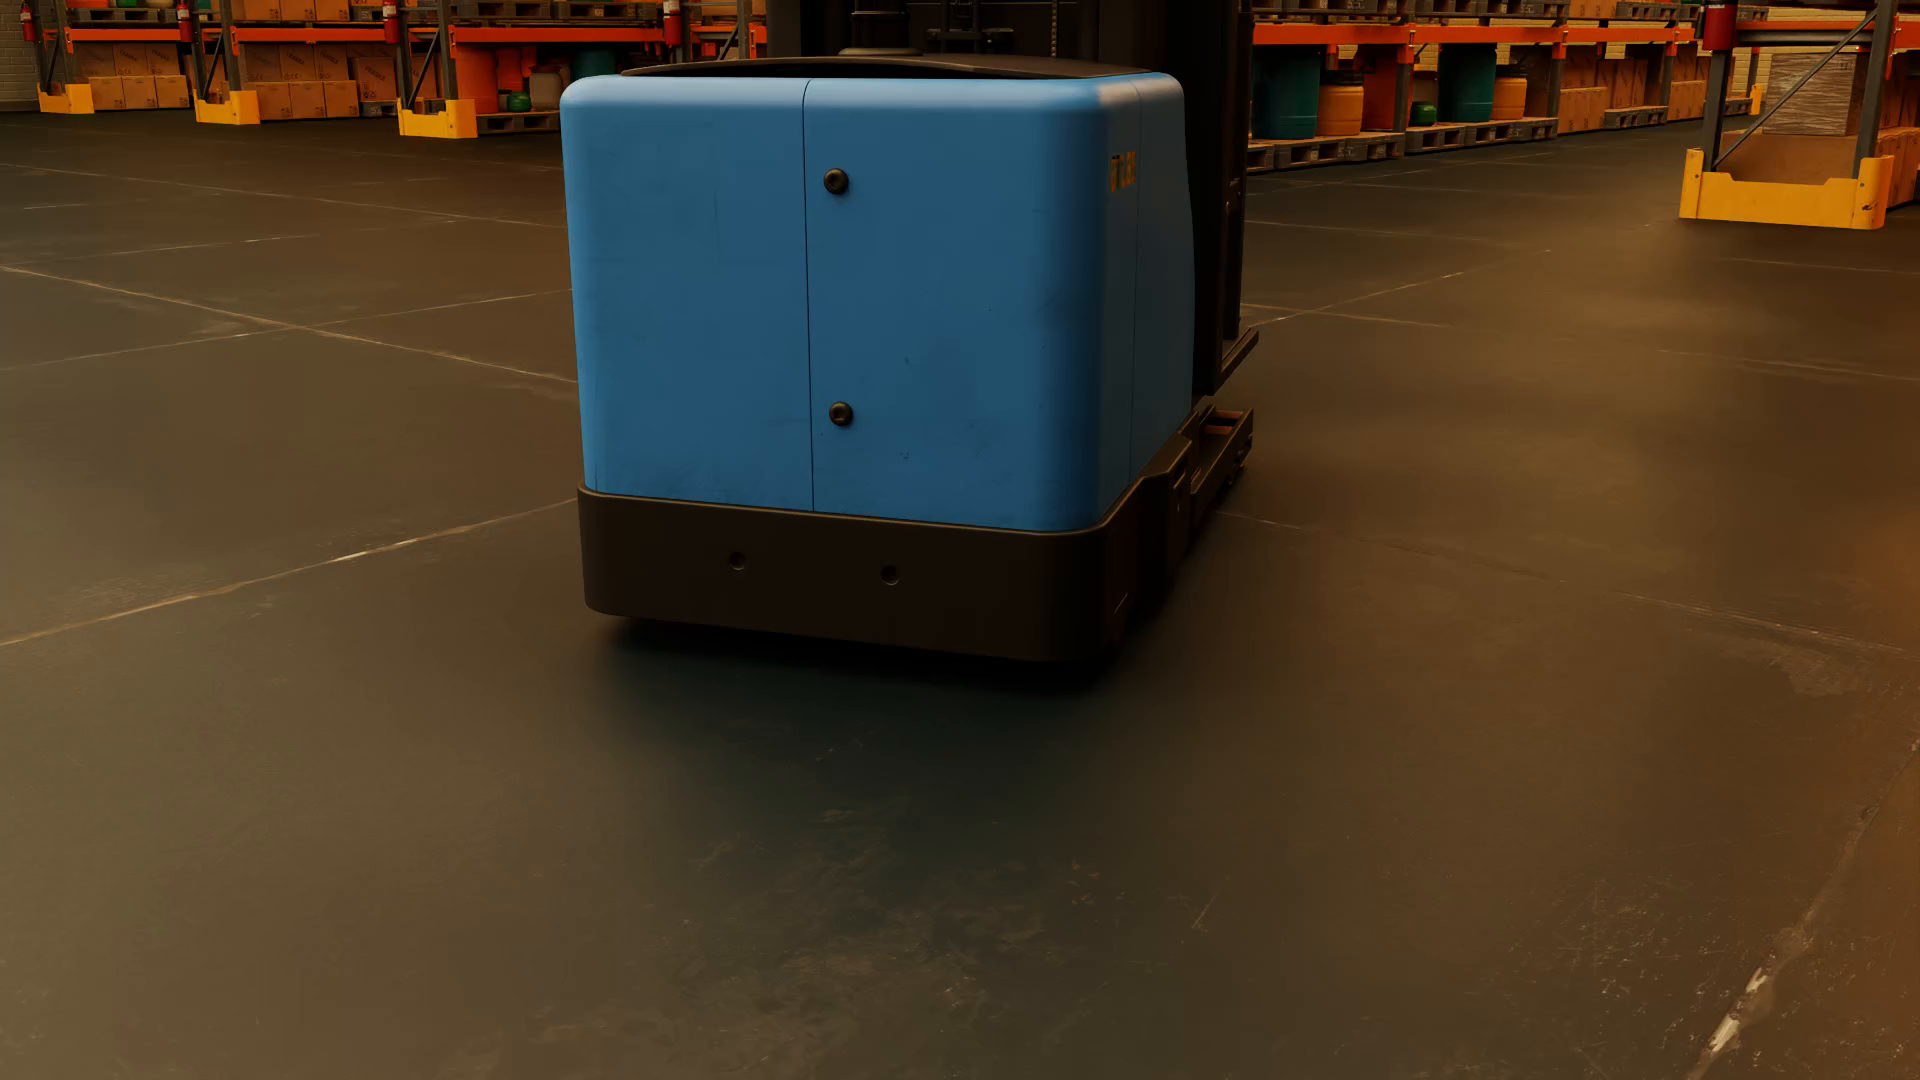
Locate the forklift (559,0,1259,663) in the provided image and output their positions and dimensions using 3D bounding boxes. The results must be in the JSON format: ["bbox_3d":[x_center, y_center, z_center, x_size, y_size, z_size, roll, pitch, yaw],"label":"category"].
[{"bbox_3d":[0.182,-1.571,4.072,1.130,2.935,3.031,5,18,17],"label":"forklift"}]
